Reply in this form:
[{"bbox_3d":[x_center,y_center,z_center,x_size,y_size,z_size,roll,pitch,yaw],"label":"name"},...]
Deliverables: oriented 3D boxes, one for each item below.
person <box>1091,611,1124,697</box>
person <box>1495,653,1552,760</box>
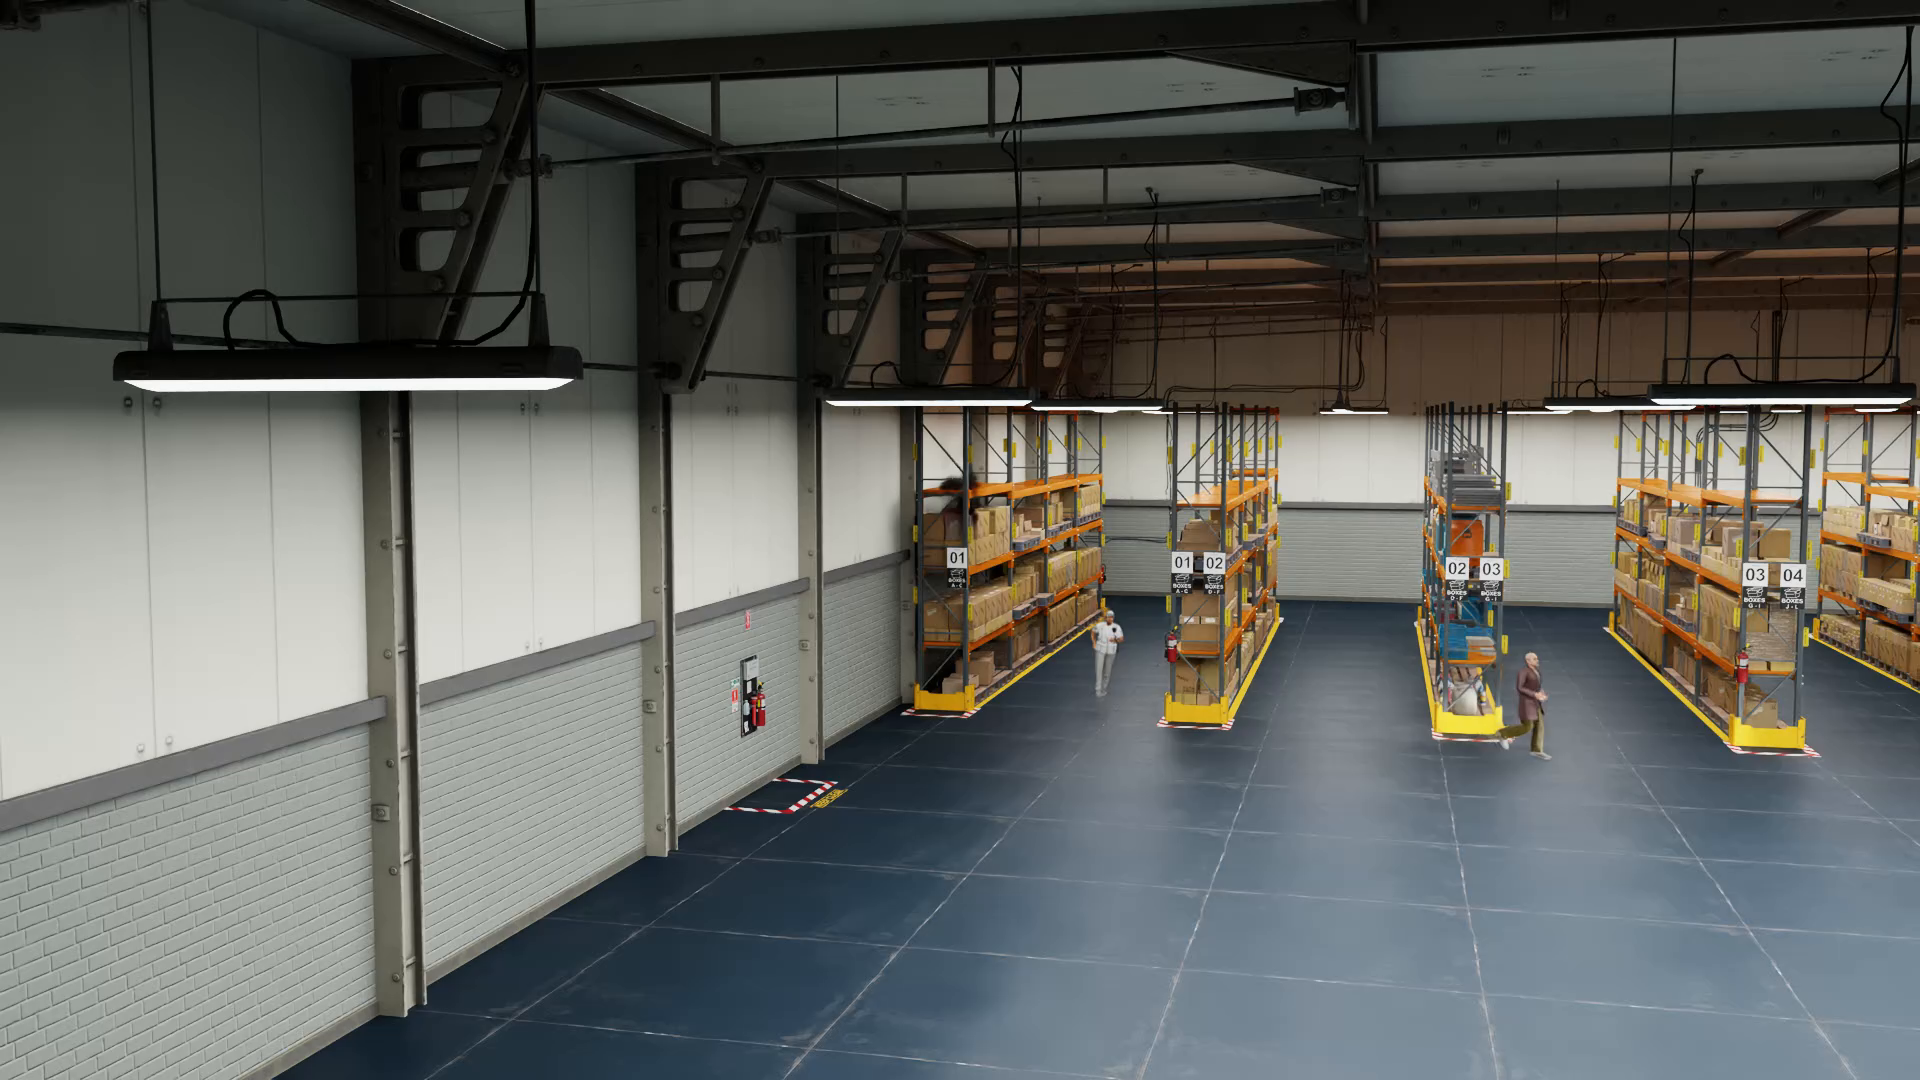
[{"bbox_3d":[2.870,2.218,32.306,0.623,1.704,0.927,0,4,0],"label":"person"},{"bbox_3d":[9.571,2.810,28.091,0.927,1.718,0.718,4,6,43],"label":"person"}]
